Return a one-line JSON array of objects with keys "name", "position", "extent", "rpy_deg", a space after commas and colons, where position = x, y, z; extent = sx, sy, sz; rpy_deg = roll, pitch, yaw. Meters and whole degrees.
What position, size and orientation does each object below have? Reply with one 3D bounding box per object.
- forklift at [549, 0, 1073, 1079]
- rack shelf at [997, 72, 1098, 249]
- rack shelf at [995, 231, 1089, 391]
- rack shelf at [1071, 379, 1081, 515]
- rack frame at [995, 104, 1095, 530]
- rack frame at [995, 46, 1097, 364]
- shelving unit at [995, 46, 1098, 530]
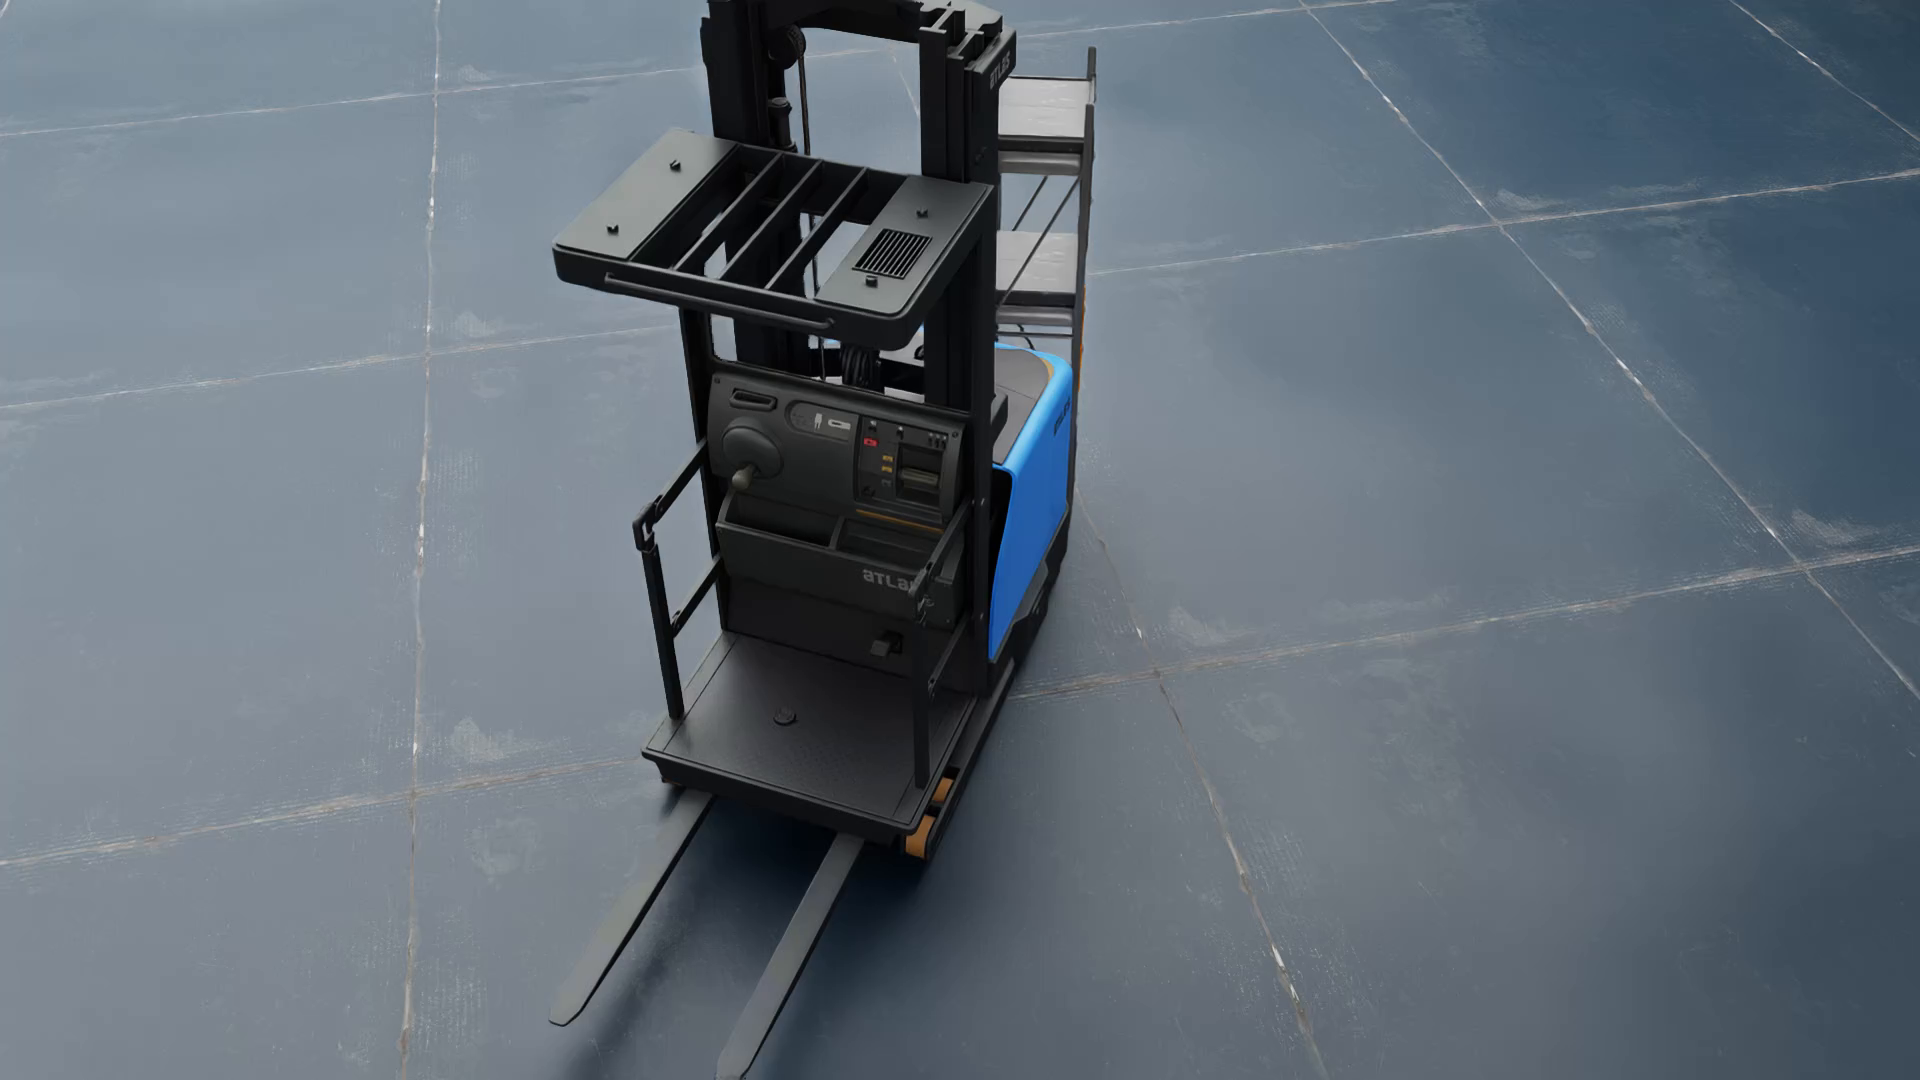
[{"name": "forklift", "position": [-0.510, -0.227, 5.579], "extent": [1.130, 2.935, 3.031], "rpy_deg": [14, 43, 15]}, {"name": "rack shelf", "position": [0.322, -1.522, 6.630], "extent": [0.431, 0.518, 0.480], "rpy_deg": [3, 42, 3]}, {"name": "rack shelf", "position": [0.322, -0.998, 7.095], "extent": [0.431, 0.518, 0.480], "rpy_deg": [3, 42, 3]}, {"name": "rack shelf", "position": [0.322, -0.475, 7.560], "extent": [0.431, 0.518, 0.480], "rpy_deg": [3, 42, 3]}, {"name": "rack frame", "position": [0.303, -0.847, 6.904], "extent": [0.400, 2.100, 0.015], "rpy_deg": [3, 42, 3]}, {"name": "rack frame", "position": [0.341, -1.170, 7.268], "extent": [0.400, 2.100, 0.015], "rpy_deg": [3, 42, 3]}, {"name": "shelving unit", "position": [0.322, -1.008, 7.086], "extent": [0.431, 2.100, 0.503], "rpy_deg": [3, 42, 3]}]
